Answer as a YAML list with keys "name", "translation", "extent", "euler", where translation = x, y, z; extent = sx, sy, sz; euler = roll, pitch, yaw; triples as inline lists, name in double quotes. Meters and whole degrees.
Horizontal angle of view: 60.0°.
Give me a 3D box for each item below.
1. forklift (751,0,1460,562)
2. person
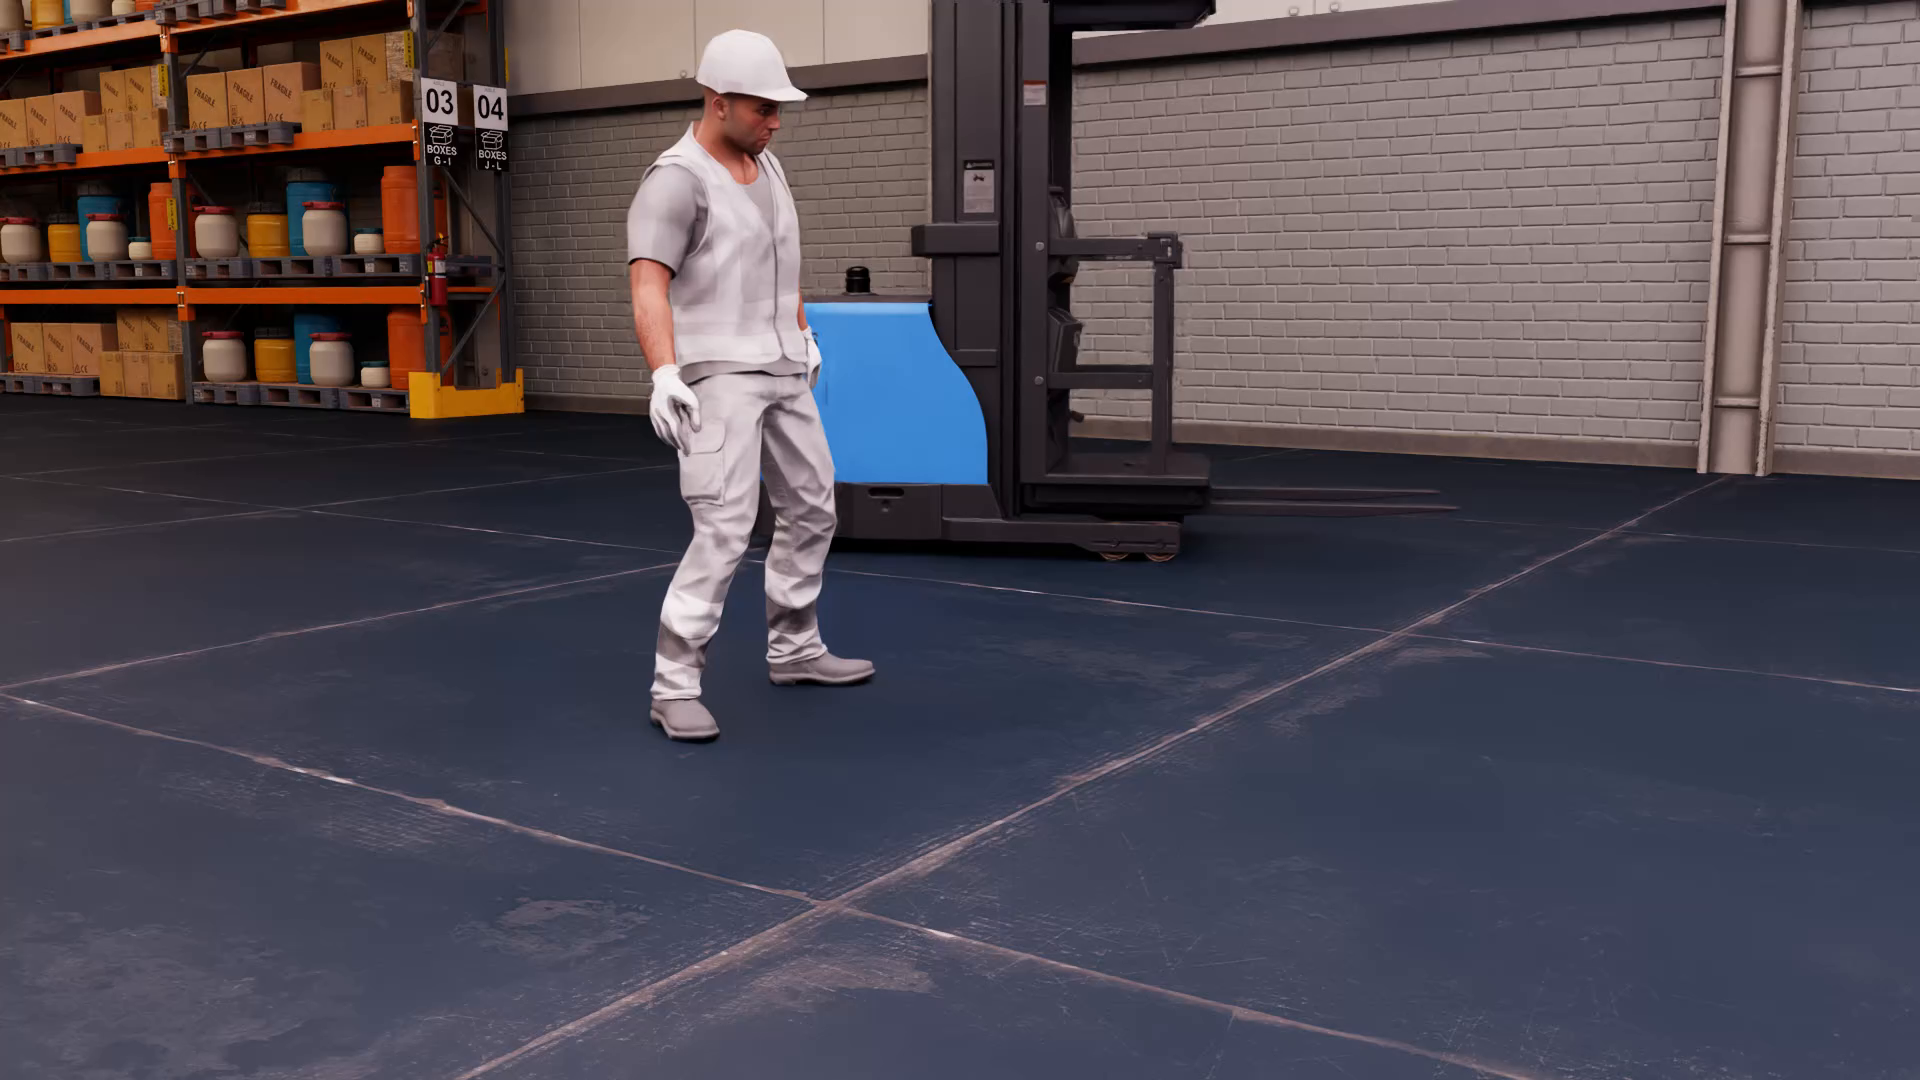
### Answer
- name: "forklift"
  translation: [0.640, -1.439, 7.314]
  extent: [3.031, 2.935, 1.130]
  euler: [1, 8, 9]
- name: "person"
  translation: [-0.546, -0.404, 4.291]
  extent: [0.423, 1.734, 0.916]
  euler: [5, 9, 29]
